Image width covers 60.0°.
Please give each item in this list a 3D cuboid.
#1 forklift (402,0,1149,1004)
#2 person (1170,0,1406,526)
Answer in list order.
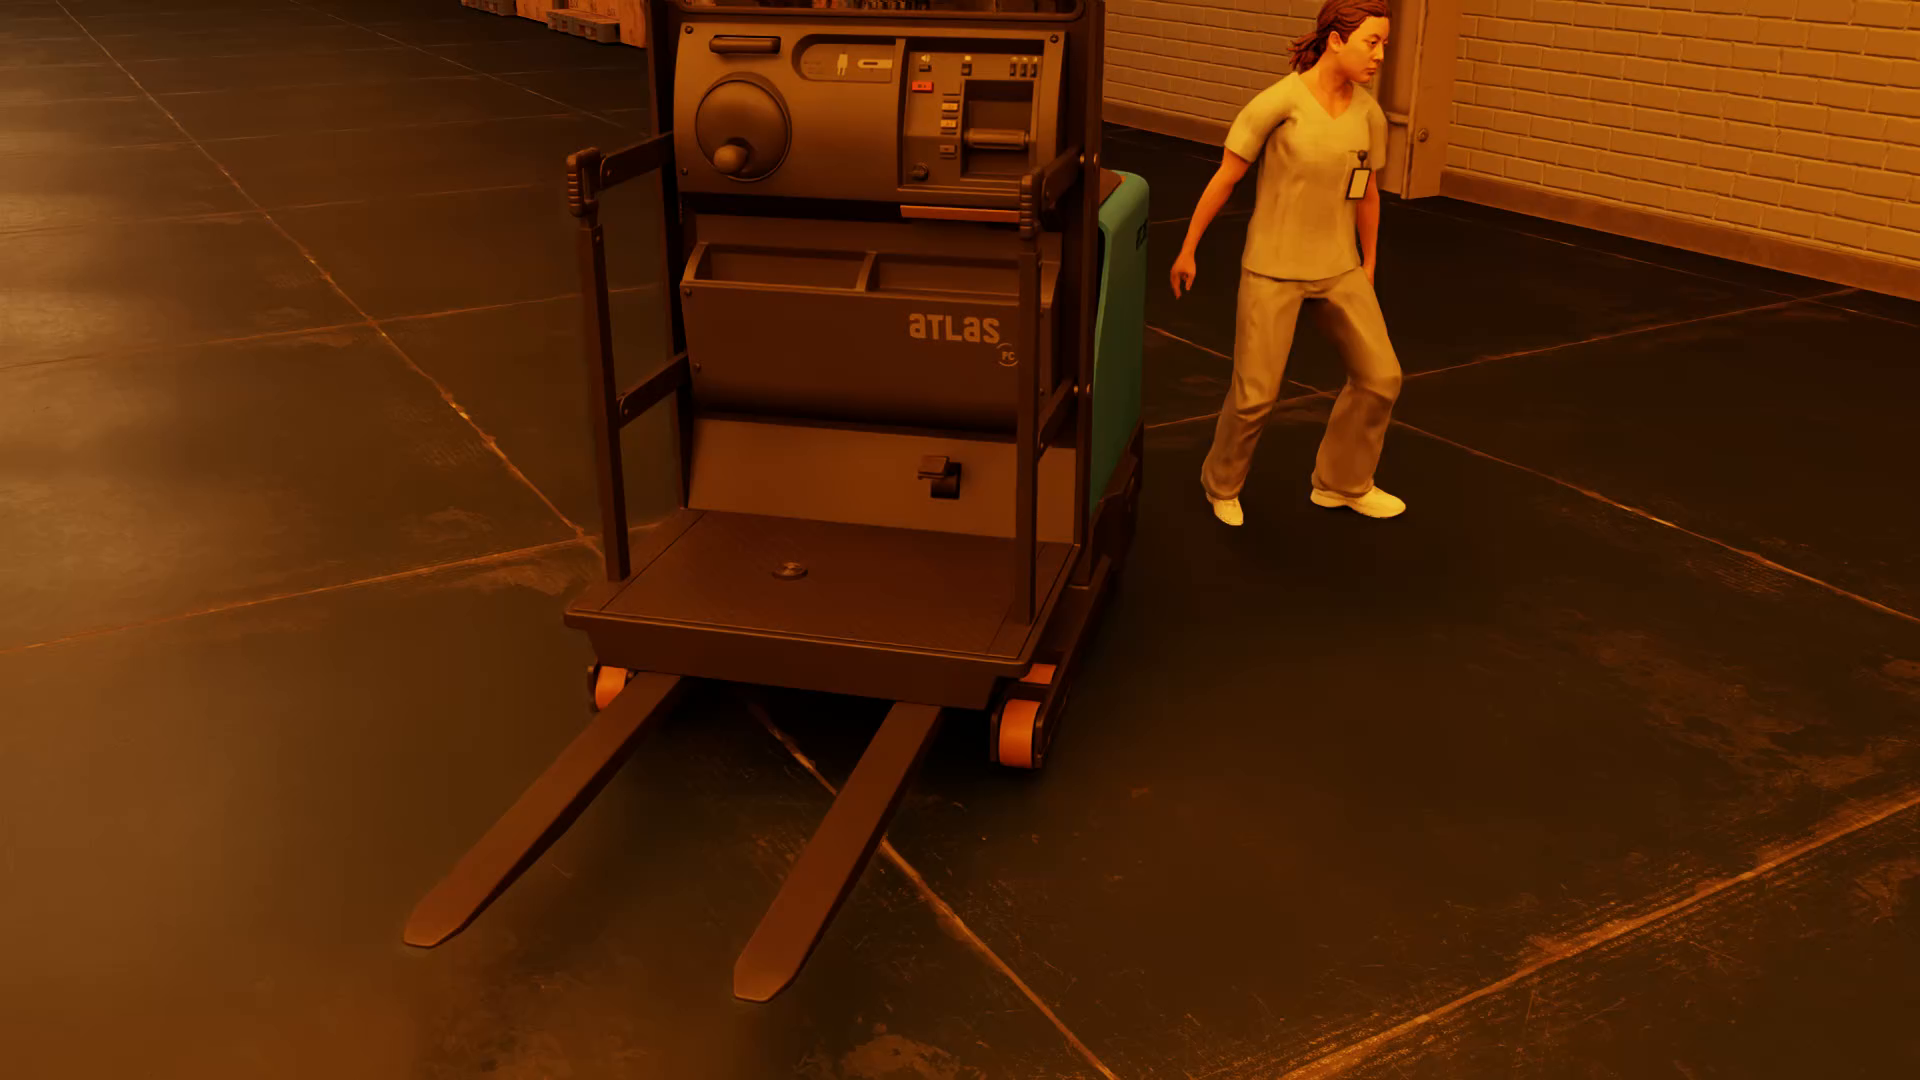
[{"bbox_3d":[-0.270,-0.985,3.674,1.130,2.935,3.031,5,23,13],"label":"forklift"},{"bbox_3d":[1.014,-0.817,5.050,0.780,1.648,0.442,-5,23,-13],"label":"person"}]
